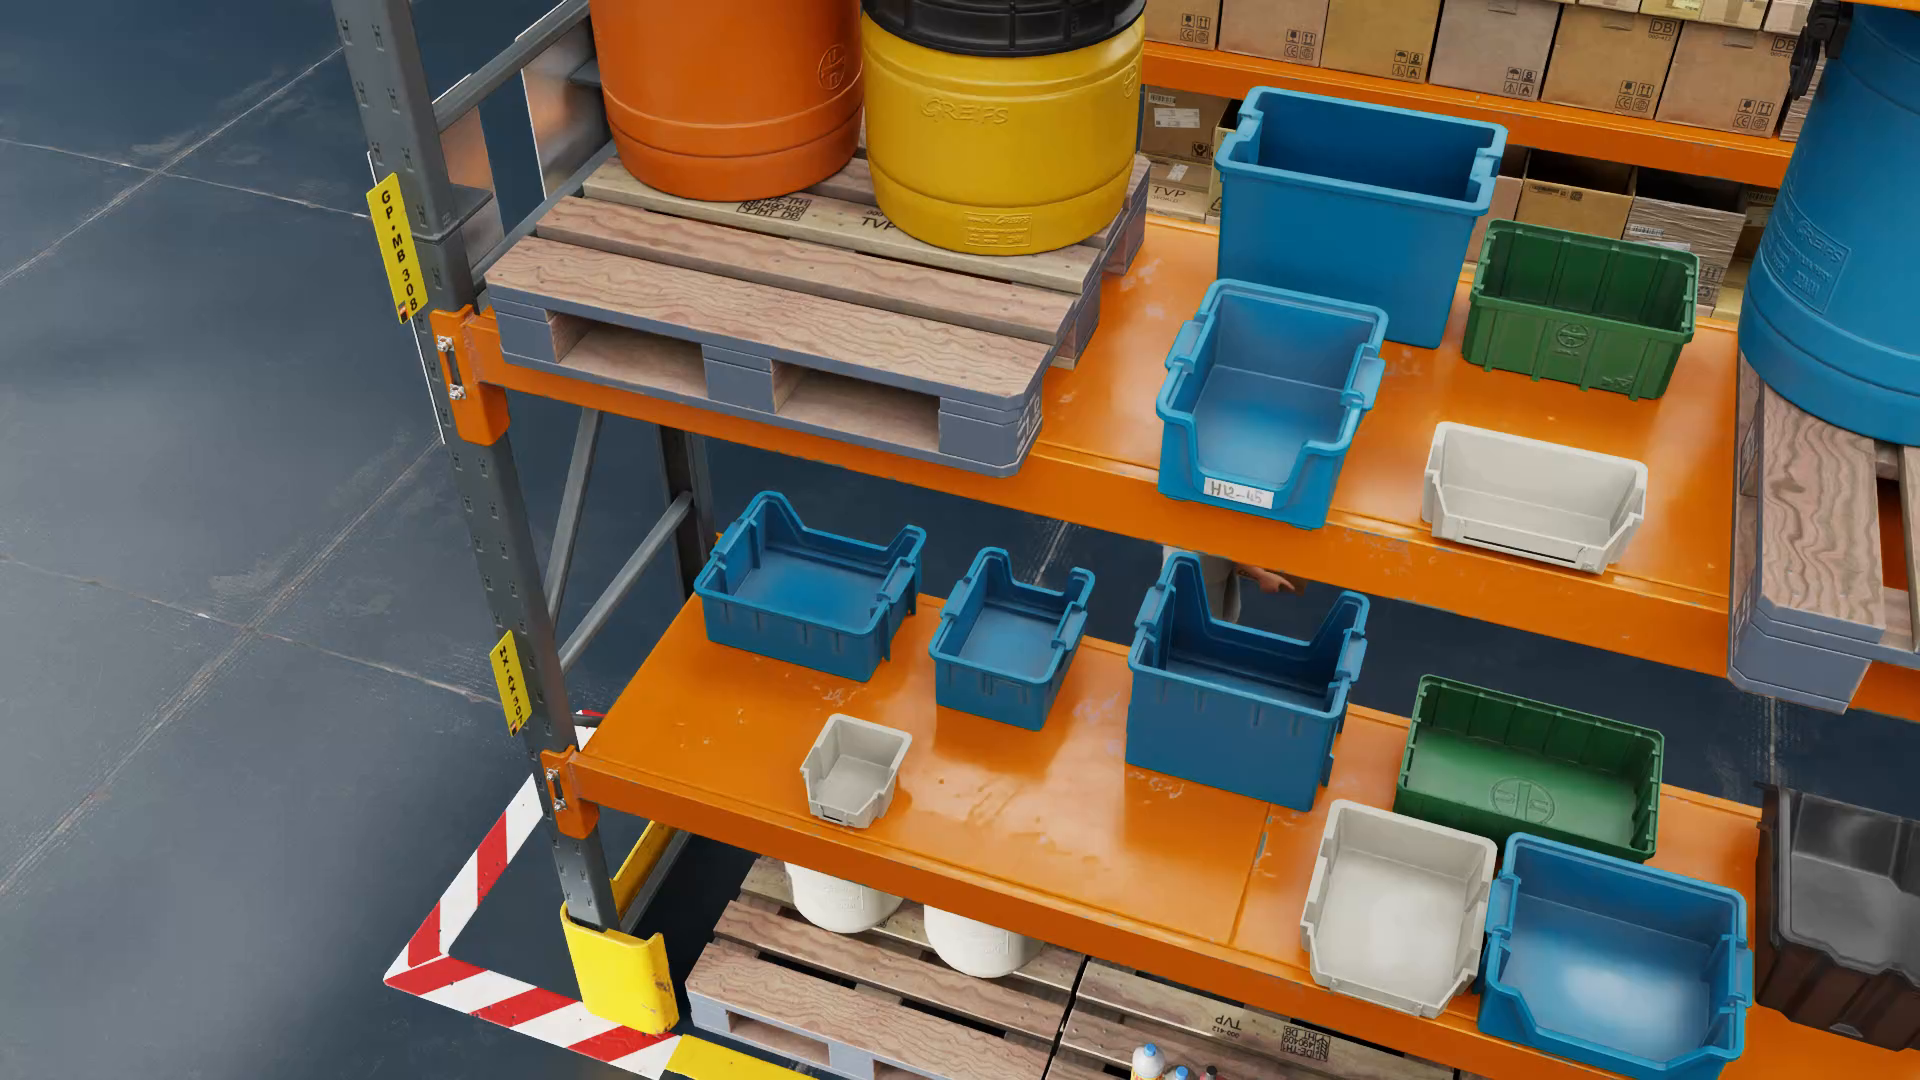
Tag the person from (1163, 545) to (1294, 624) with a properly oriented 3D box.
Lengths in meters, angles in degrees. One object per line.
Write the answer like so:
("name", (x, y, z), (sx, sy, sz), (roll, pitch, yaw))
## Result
("person", (0.969, 0.082, 6.077), (0.548, 1.667, 0.434), (14, 44, 15))
